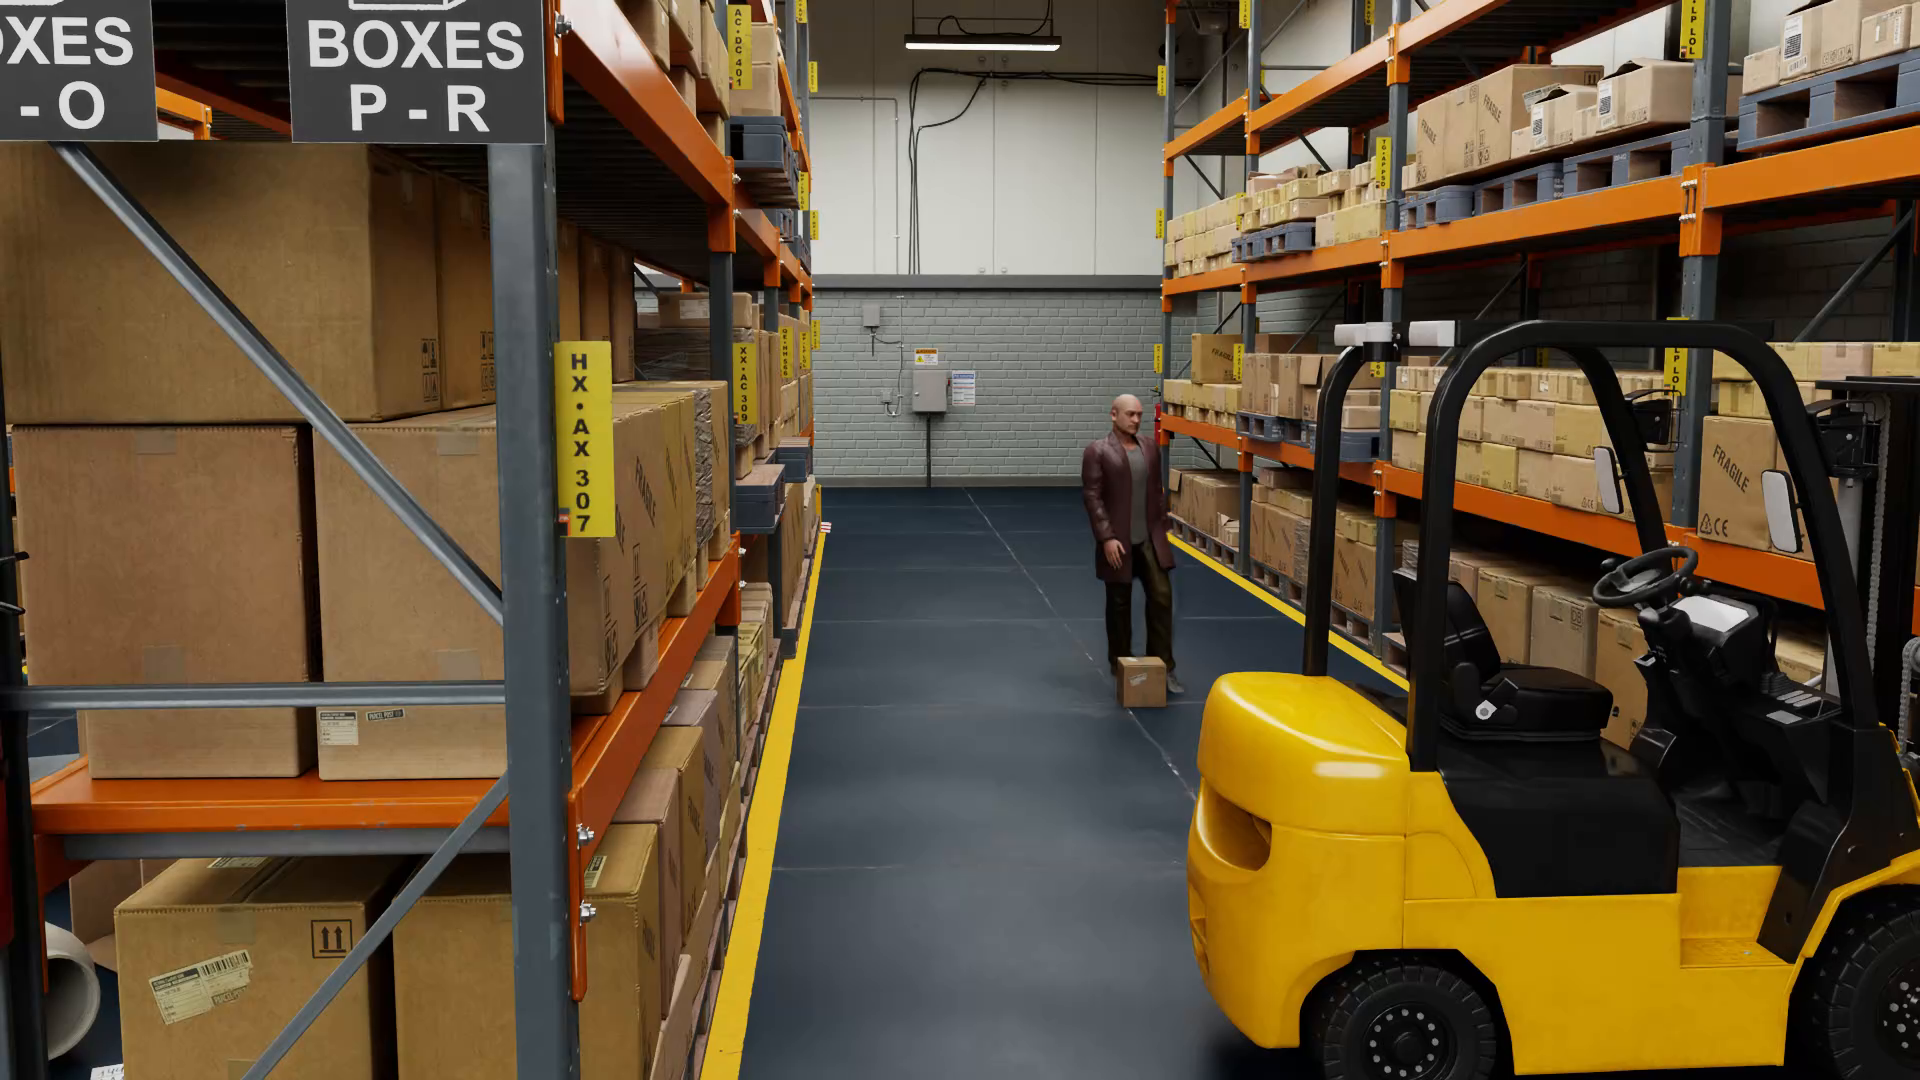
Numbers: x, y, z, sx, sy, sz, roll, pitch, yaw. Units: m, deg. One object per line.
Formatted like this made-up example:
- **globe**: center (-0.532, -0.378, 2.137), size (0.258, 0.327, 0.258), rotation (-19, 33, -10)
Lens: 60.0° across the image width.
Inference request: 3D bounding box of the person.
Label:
- **person**: center (1.040, 0.043, 10.149), size (0.632, 1.861, 0.594), rotation (-2, 7, -18)
